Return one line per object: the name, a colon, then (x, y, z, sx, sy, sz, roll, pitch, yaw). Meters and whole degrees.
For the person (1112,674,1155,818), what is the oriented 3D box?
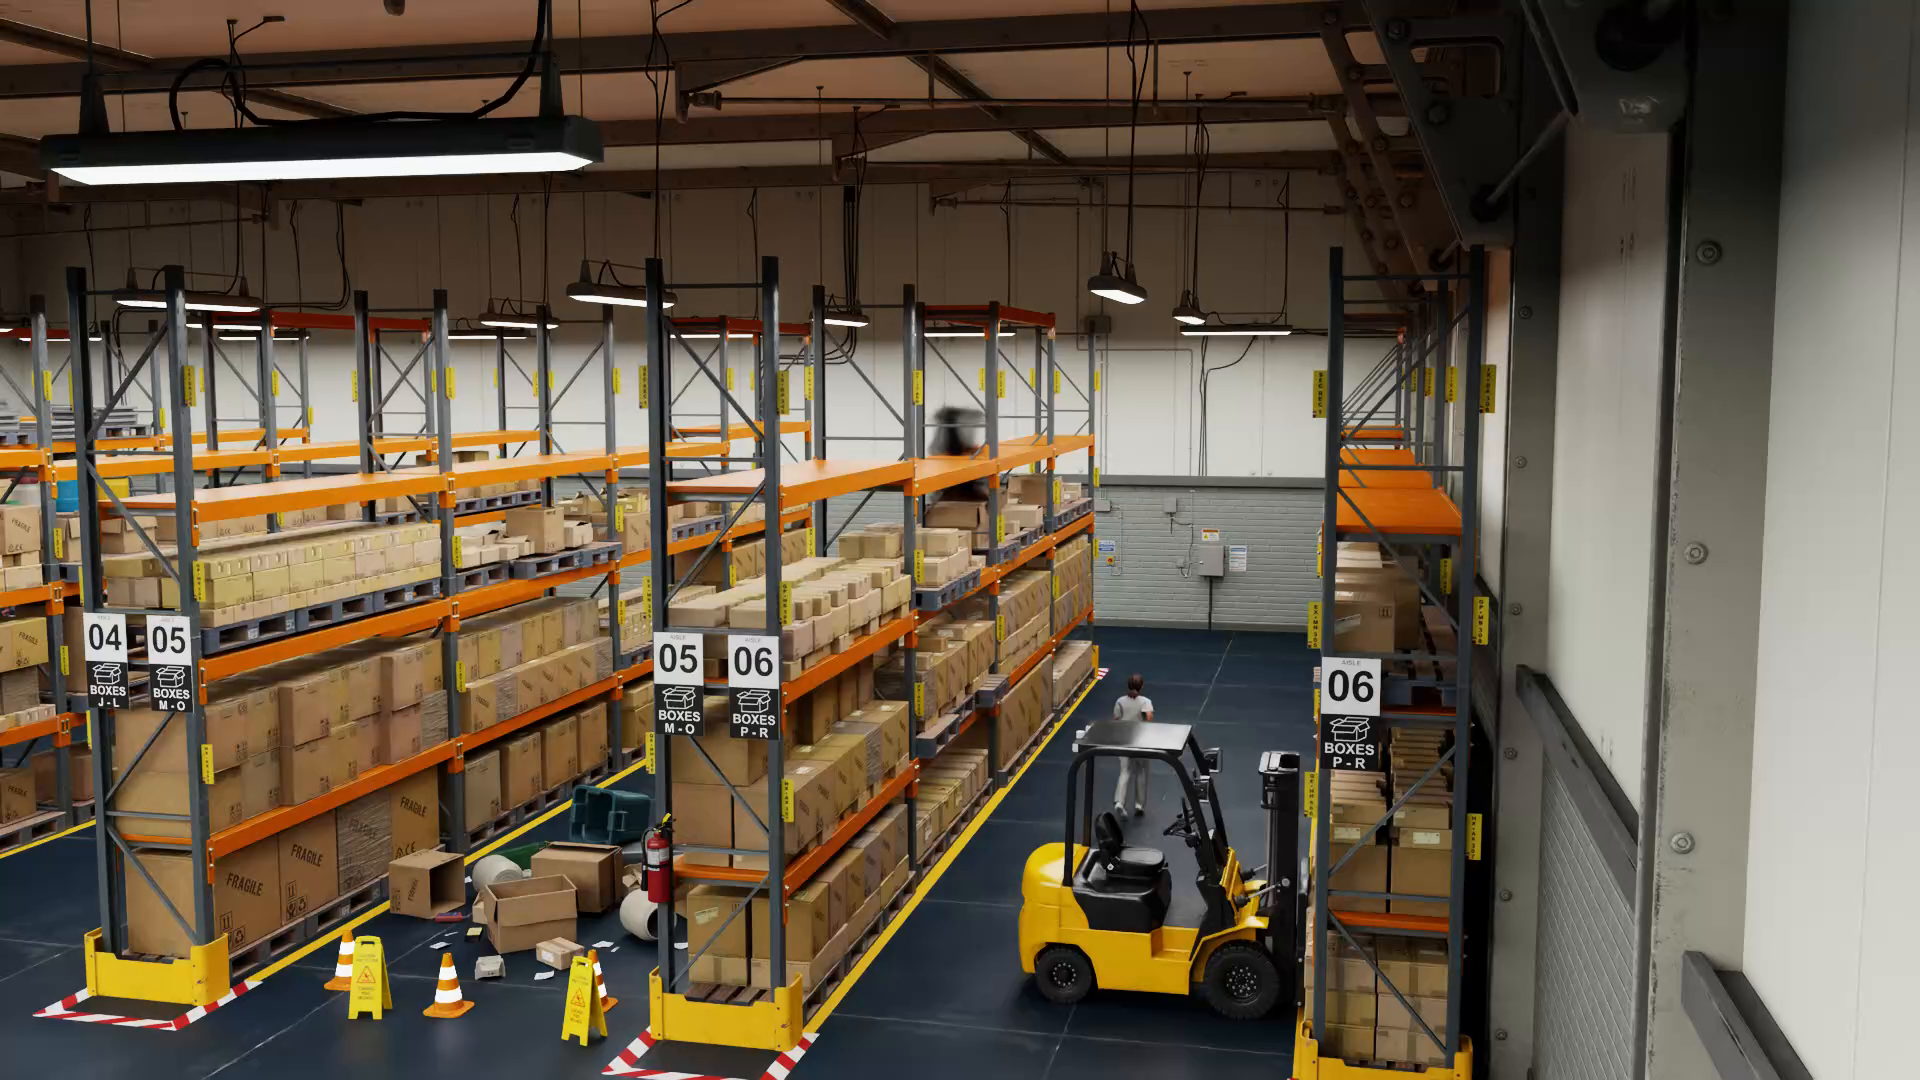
person: (1.995, 2.397, 19.205, 0.535, 1.681, 0.960, 2, 6, 17)
